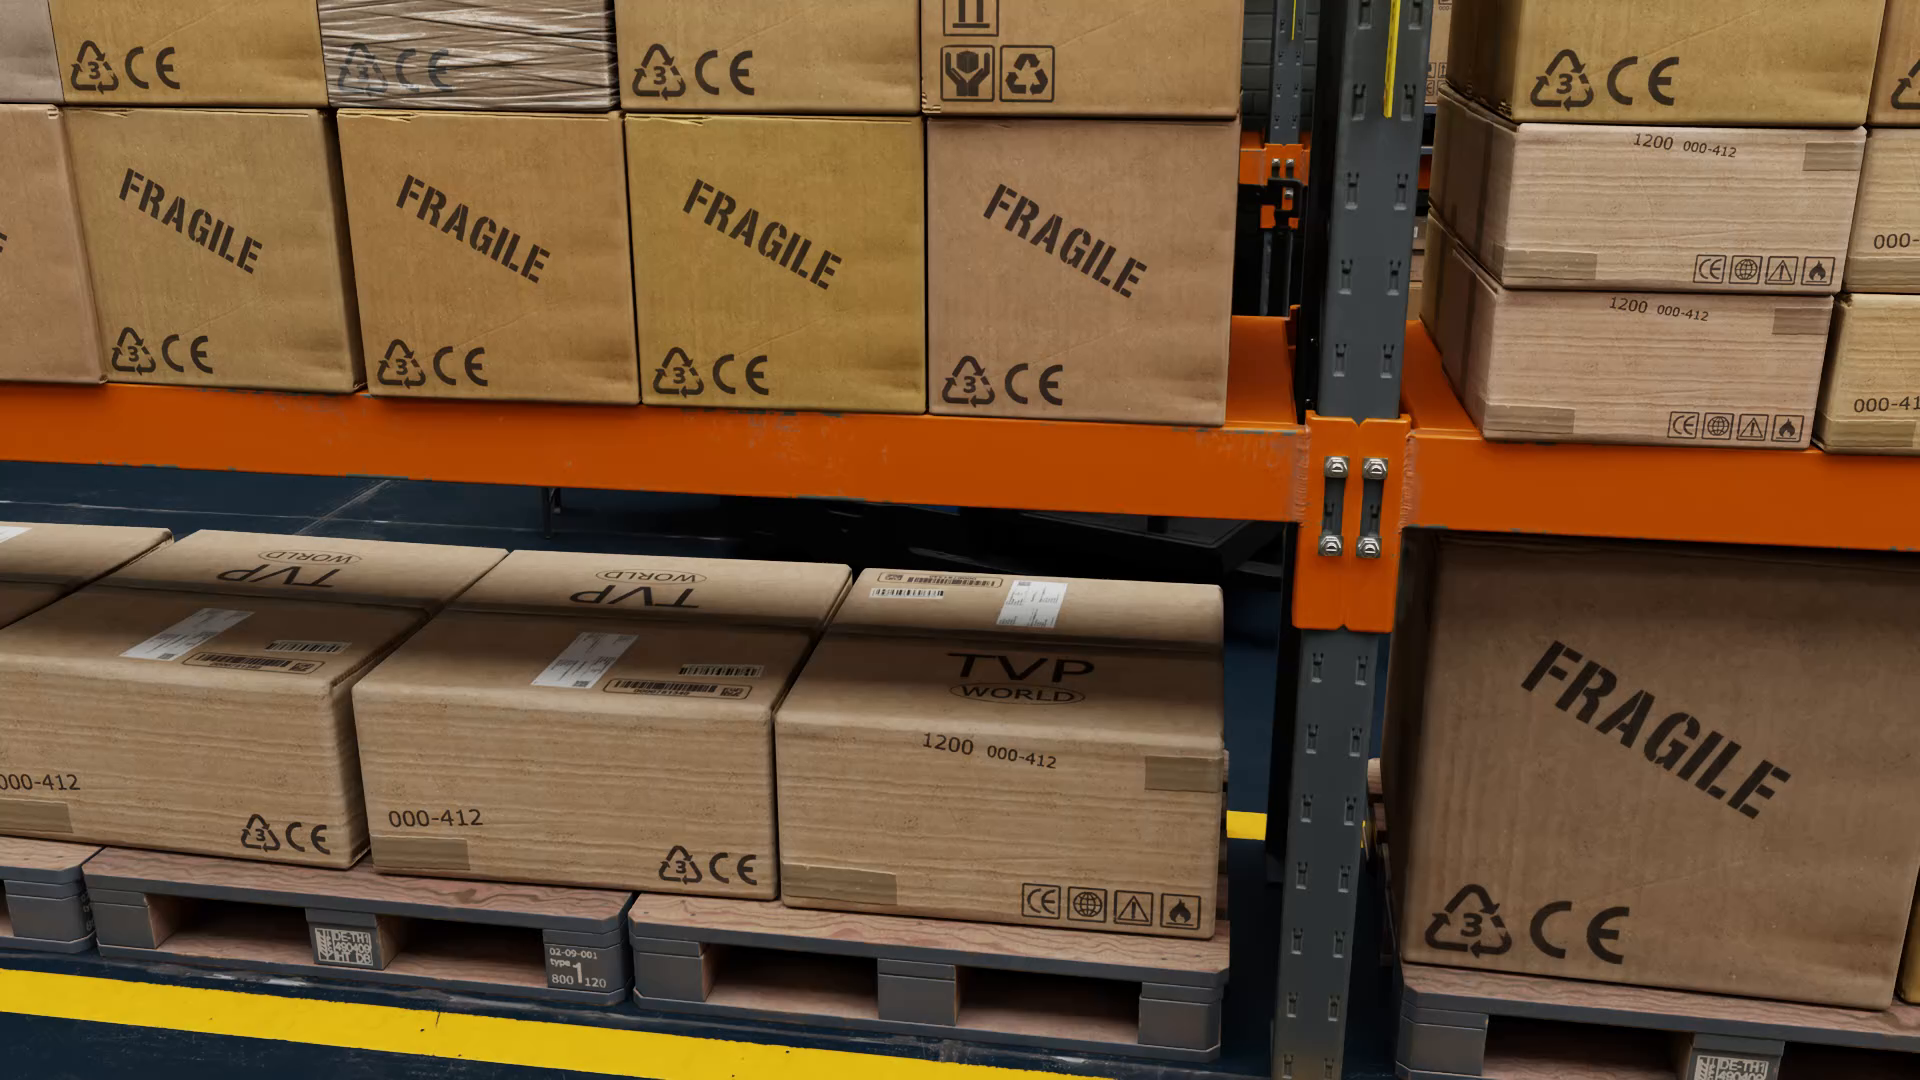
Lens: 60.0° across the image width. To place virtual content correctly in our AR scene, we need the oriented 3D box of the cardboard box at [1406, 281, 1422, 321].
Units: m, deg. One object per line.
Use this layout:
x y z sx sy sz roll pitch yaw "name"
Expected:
1.958 -0.996 7.831 0.500 0.500 0.500 4 19 11 "cardboard box"

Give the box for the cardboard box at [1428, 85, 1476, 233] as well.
1.207 -0.742 3.242 0.500 0.250 0.500 3 19 9 "cardboard box"

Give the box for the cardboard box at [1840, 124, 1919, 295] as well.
1.642 -0.560 2.699 0.500 0.250 0.500 3 19 10 "cardboard box"

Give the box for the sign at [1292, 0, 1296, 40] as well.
1.438 -2.318 7.138 0.005 0.325 0.100 3 19 9 "sign"

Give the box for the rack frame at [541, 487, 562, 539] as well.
-1.589 -0.777 6.263 0.023 1.500 0.400 -2 19 -7 "rack frame"

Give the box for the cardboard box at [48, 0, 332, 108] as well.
-1.275 -1.060 3.009 0.500 0.500 0.500 3 19 9 "cardboard box"

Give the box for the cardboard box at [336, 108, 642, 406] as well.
-0.773 -0.558 3.085 0.500 0.500 0.500 3 19 8 "cardboard box"

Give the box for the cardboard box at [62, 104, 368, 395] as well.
-1.288 -0.589 3.178 0.500 0.500 0.500 4 19 10 "cardboard box"

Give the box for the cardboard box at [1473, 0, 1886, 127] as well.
1.122 -0.932 2.627 0.500 0.500 0.500 3 19 9 "cardboard box"

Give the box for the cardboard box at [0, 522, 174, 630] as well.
-2.549 0.294 4.073 0.875 0.438 0.875 2 19 7 "cardboard box"

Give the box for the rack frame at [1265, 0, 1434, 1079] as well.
0.733 -0.522 3.137 0.127 3.000 1.000 3 19 9 "rack frame"

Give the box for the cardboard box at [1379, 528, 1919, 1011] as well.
1.358 0.292 3.389 0.875 0.875 0.875 4 19 10 "cardboard box"

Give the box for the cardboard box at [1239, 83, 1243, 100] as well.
0.311 -0.675 3.436 0.500 0.500 0.500 4 19 10 "cardboard box"

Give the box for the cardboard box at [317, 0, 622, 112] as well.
-0.781 -1.032 2.926 0.500 0.500 0.500 3 19 9 "cardboard box"

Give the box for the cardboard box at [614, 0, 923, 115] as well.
-0.277 -1.009 2.858 0.500 0.500 0.500 3 19 8 "cardboard box"

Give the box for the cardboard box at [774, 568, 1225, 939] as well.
0.130 0.428 3.671 0.875 0.438 0.875 3 19 8 "cardboard box"

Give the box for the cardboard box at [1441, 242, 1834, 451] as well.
1.125 -0.346 2.847 0.500 0.250 0.500 2 19 7 "cardboard box"

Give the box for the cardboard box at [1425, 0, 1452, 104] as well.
1.958 -2.230 7.420 0.500 0.500 0.700 3 19 10 "cardboard box"

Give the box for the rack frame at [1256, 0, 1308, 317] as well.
1.516 -2.077 7.785 0.127 3.000 1.000 3 19 9 "rack frame"

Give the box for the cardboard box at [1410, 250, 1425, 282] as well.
2.114 -1.308 7.739 0.250 0.149 0.380 2 19 7 "cardboard box"

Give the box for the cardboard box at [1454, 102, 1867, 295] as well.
1.122 -0.578 2.751 0.500 0.250 0.500 2 19 7 "cardboard box"

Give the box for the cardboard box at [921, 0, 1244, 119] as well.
0.223 -0.981 2.774 0.500 0.500 0.500 3 19 8 "cardboard box"

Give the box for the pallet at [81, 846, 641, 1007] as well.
-1.214 0.677 3.948 1.213 0.211 1.003 3 19 9 "pallet"

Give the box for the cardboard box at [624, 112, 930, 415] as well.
-0.275 -0.537 3.023 0.500 0.500 0.500 2 19 7 "cardboard box"

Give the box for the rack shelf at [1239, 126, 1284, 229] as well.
-0.458 -1.837 8.200 4.000 0.370 1.077 3 19 9 "rack shelf"

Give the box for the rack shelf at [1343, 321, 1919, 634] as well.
2.707 -0.080 2.950 4.000 0.370 1.077 3 19 9 "rack shelf"

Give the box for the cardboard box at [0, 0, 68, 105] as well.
-1.767 -1.084 3.084 0.500 0.500 0.500 3 19 8 "cardboard box"

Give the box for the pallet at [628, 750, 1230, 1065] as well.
-0.006 0.737 3.767 1.213 0.211 1.003 3 19 9 "pallet"

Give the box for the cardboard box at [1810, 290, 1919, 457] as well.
1.636 -0.321 2.771 0.500 0.250 0.500 2 19 7 "cardboard box"

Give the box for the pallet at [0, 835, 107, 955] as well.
-2.415 0.615 4.134 1.213 0.211 1.003 3 19 9 "pallet"

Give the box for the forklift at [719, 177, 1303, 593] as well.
0.642 -1.251 5.423 3.031 2.935 1.130 10 21 29 "forklift"

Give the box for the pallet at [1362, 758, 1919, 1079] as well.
1.506 0.815 3.534 1.213 0.211 1.003 3 19 9 "pallet"

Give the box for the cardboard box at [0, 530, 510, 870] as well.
-1.644 0.338 3.943 0.875 0.438 0.875 3 19 10 "cardboard box"

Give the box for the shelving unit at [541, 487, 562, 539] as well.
-1.226 -0.792 6.306 0.755 1.500 0.431 -2 19 -7 "shelving unit"

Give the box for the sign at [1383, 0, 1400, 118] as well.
0.646 -0.796 2.467 0.005 0.325 0.100 3 19 9 "sign"

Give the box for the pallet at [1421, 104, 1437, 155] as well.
2.288 -1.912 7.593 1.213 0.211 1.003 3 19 9 "pallet"

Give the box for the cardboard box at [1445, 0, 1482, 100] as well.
1.214 -1.100 3.130 0.500 0.500 0.500 4 19 10 "cardboard box"

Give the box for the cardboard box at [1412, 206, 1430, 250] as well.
2.092 -1.440 7.667 0.250 0.149 0.380 2 19 6 "cardboard box"

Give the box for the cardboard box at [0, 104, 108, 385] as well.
-1.785 -0.609 3.238 0.500 0.500 0.500 3 19 8 "cardboard box"

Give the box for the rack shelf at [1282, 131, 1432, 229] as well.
3.491 -1.636 7.598 4.000 0.370 1.077 3 19 9 "rack shelf"

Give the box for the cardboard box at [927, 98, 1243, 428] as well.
0.234 -0.513 2.951 0.500 0.500 0.500 3 19 9 "cardboard box"

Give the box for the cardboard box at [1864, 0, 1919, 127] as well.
1.628 -0.915 2.576 0.500 0.500 0.500 3 19 8 "cardboard box"

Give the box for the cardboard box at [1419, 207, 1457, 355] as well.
1.216 -0.508 3.329 0.500 0.250 0.500 2 19 7 "cardboard box"

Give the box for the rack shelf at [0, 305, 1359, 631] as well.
-1.242 -0.282 3.552 4.000 0.370 1.077 3 19 9 "rack shelf"

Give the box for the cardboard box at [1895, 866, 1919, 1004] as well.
2.251 0.335 3.260 0.875 0.875 0.875 3 19 10 "cardboard box"

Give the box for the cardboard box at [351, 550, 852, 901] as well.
-0.754 0.384 3.805 0.875 0.438 0.875 2 19 7 "cardboard box"
